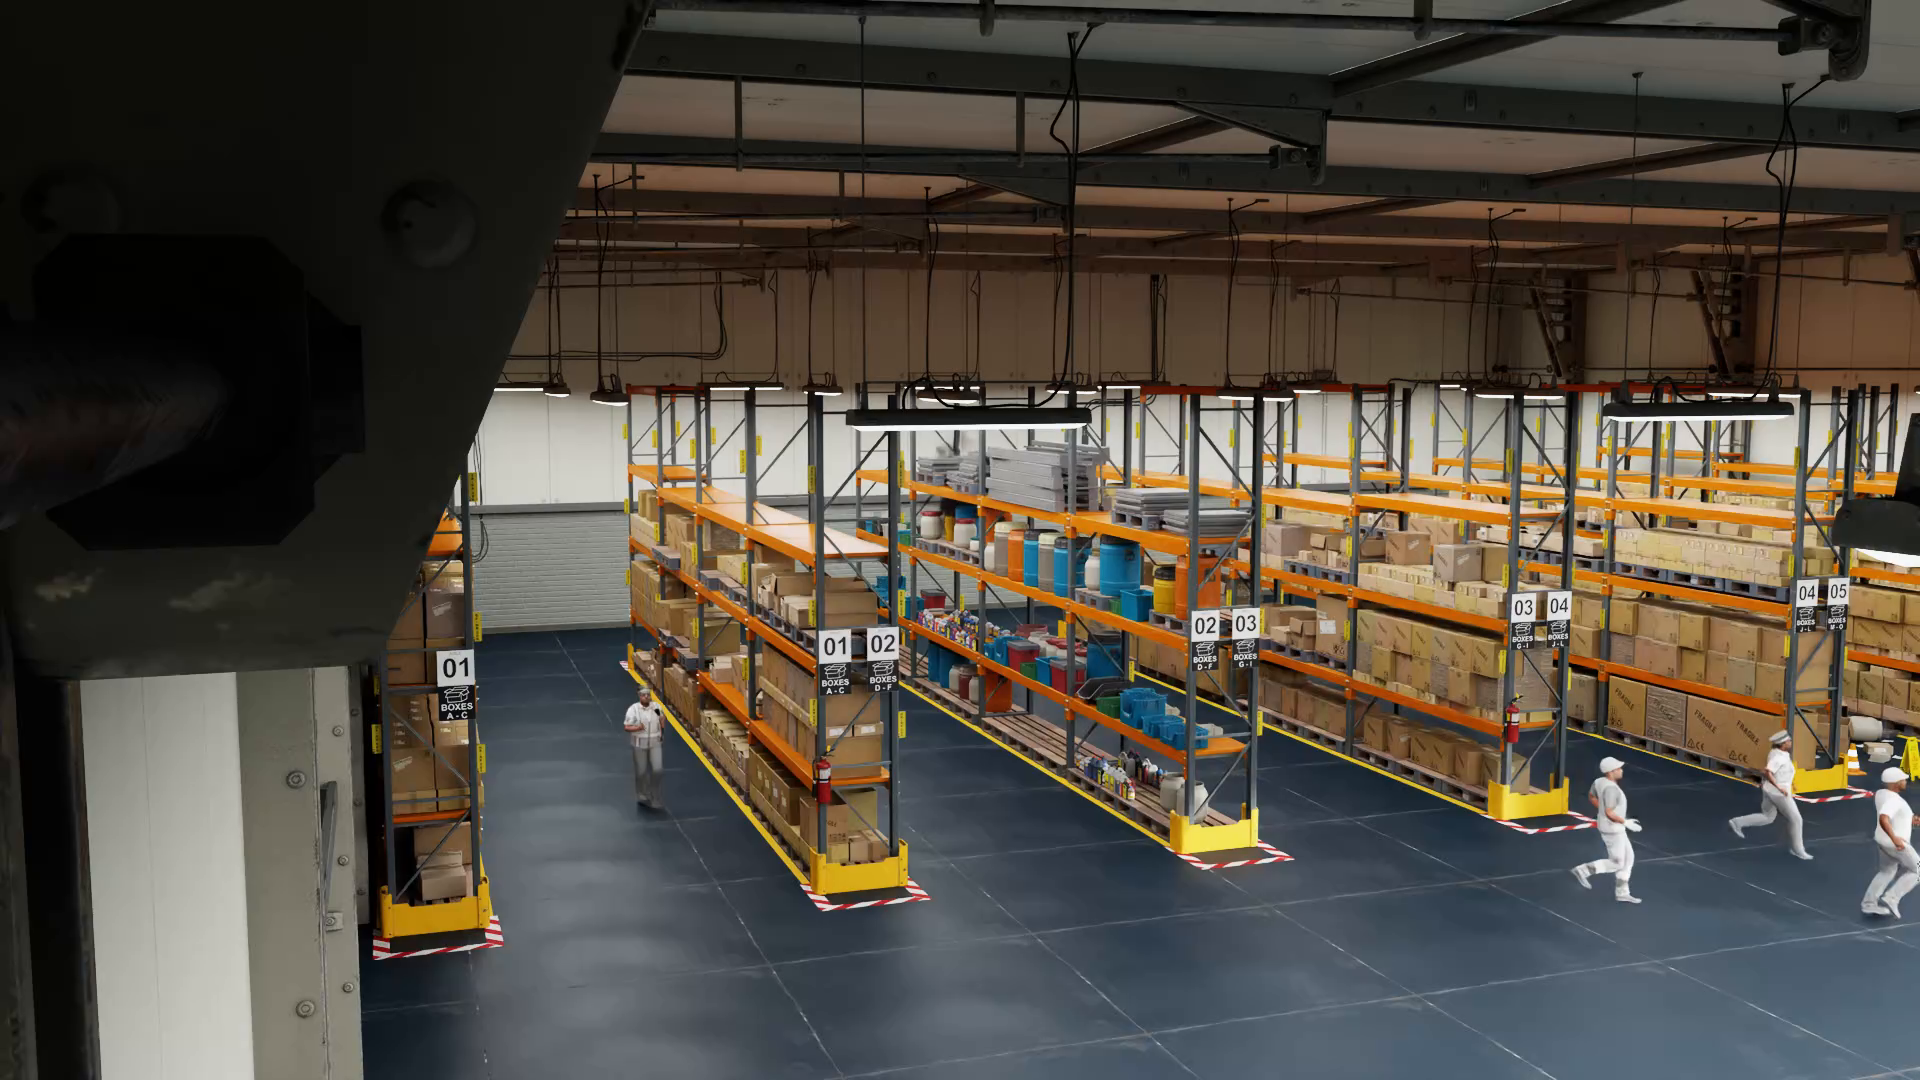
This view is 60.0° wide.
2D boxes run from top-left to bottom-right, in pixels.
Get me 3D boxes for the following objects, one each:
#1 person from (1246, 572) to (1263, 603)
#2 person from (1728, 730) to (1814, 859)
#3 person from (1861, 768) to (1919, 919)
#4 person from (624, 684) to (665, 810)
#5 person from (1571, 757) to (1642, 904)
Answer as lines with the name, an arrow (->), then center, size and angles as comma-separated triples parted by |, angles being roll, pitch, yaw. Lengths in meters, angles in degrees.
person -> 6.603, 1.549, 37.743 | 0.676, 1.819, 0.906 | -1, 6, -14
person -> 10.567, 3.298, 21.600 | 1.032, 1.708, 0.545 | 1, 6, 8
person -> 10.774, 3.480, 19.116 | 0.662, 1.742, 0.676 | 1, 6, 6
person -> -4.515, 2.987, 23.991 | 0.640, 1.831, 0.727 | -2, 6, -21
person -> 7.694, 3.435, 19.748 | 0.825, 1.754, 0.668 | 1, 6, 11
